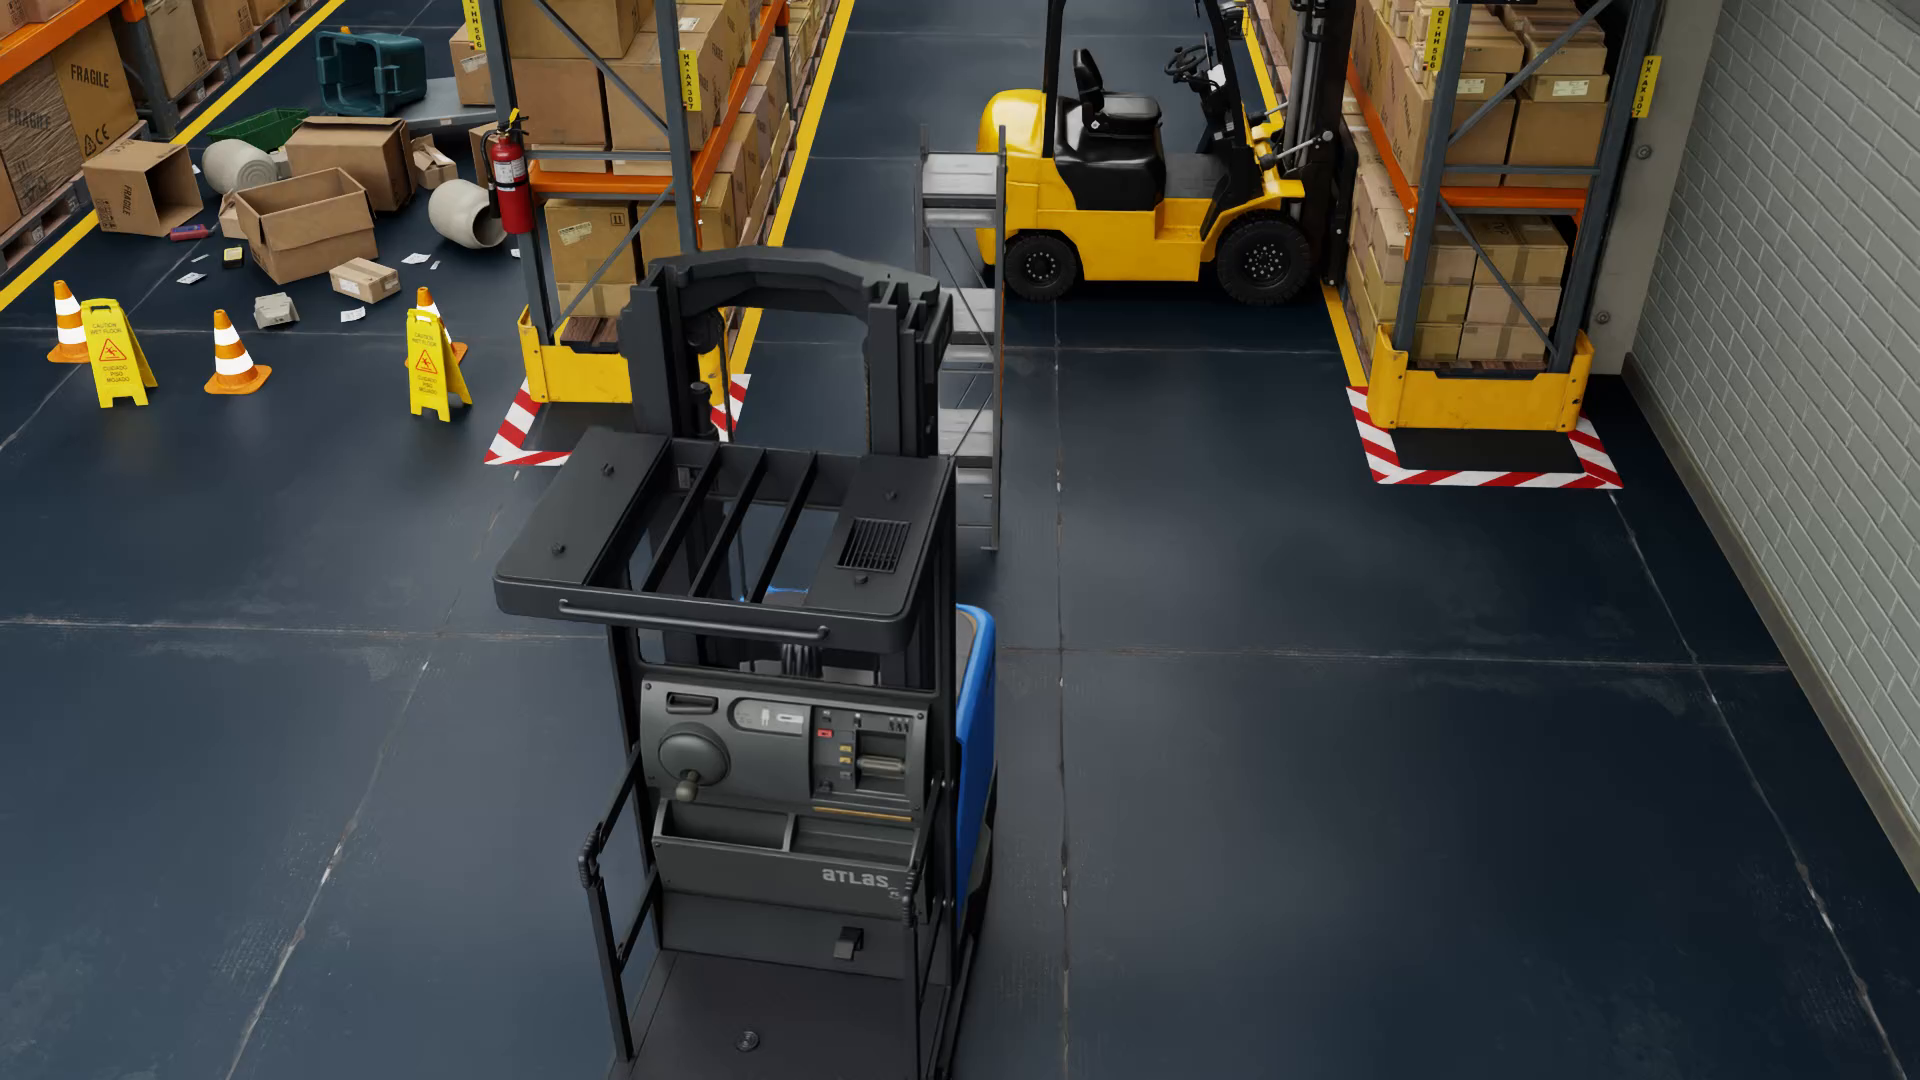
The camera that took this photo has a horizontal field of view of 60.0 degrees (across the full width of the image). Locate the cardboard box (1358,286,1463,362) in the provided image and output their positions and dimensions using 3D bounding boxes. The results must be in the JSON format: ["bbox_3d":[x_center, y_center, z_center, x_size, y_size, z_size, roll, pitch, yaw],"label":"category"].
[{"bbox_3d":[2.690,-1.299,9.961,0.500,0.250,0.500,2,35,2],"label":"cardboard box"}]

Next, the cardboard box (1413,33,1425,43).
[{"bbox_3d":[2.773,-2.782,9.394,0.380,0.149,0.250,2,35,3],"label":"cardboard box"}]

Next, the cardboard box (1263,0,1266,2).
[{"bbox_3d":[3.269,-5.413,15.489,0.875,0.625,0.625,2,35,3],"label":"cardboard box"}]

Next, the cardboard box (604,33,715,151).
[{"bbox_3d":[-1.677,-2.515,9.320,0.500,0.500,0.500,1,35,1],"label":"cardboard box"}]

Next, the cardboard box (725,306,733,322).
[{"bbox_3d":[-1.665,-1.591,10.377,0.500,0.250,0.500,1,35,1],"label":"cardboard box"}]

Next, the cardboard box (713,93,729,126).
[{"bbox_3d":[-1.609,-2.615,10.027,0.380,0.149,0.250,2,35,3],"label":"cardboard box"}]

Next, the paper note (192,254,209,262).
[{"bbox_3d":[-5.231,-1.940,11.448,0.032,0.001,0.123,20,40,26],"label":"paper note"}]

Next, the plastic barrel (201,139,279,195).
[{"bbox_3d":[-5.276,-2.700,12.169,0.512,0.421,0.421,28,44,33],"label":"plastic barrel"}]

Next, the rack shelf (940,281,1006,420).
[{"bbox_3d":[0.007,-0.943,8.235,0.431,0.518,0.480,1,35,2],"label":"rack shelf"}]

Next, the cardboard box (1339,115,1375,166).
[{"bbox_3d":[2.746,-2.577,10.910,0.500,0.250,0.500,1,35,1],"label":"cardboard box"}]

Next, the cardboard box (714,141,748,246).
[{"bbox_3d":[-1.648,-2.212,10.608,0.500,0.500,0.500,0,35,0],"label":"cardboard box"}]

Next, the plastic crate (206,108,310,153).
[{"bbox_3d":[-5.461,-3.184,13.013,0.450,0.188,0.662,11,35,32],"label":"plastic crate"}]

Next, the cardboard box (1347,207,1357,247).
[{"bbox_3d":[2.724,-2.098,10.663,0.500,0.250,0.500,1,35,1],"label":"cardboard box"}]

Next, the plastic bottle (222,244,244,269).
[{"bbox_3d":[-4.990,-1.952,11.420,0.133,0.061,0.283,-10,36,-14],"label":"plastic bottle"}]

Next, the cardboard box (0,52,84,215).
[{"bbox_3d":[-6.890,-2.866,11.648,0.875,0.875,0.875,2,35,2],"label":"cardboard box"}]

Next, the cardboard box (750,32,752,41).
[{"bbox_3d":[-1.599,-3.360,11.087,0.380,0.149,0.250,1,35,1],"label":"cardboard box"}]

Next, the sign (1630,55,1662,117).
[{"bbox_3d":[3.541,-2.345,8.602,0.100,0.325,0.005,1,35,2],"label":"sign"}]

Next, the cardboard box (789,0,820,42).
[{"bbox_3d":[-1.743,-4.596,14.546,0.950,0.372,0.625,2,35,3],"label":"cardboard box"}]

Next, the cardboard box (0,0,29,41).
[{"bbox_3d":[-6.905,-3.666,11.173,0.875,0.550,0.550,1,35,2],"label":"cardboard box"}]

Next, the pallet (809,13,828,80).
[{"bbox_3d":[-1.737,-4.394,14.765,1.003,0.211,1.213,1,35,2],"label":"pallet"}]

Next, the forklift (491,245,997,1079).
[{"bbox_3d":[-0.595,0.729,5.110,1.130,2.935,3.031,5,35,8],"label":"forklift"}]

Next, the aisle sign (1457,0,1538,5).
[{"bbox_3d":[2.690,-3.007,8.105,0.394,0.787,0.004,1,35,2],"label":"aisle sign"}]

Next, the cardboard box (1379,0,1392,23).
[{"bbox_3d":[2.747,-3.224,10.023,0.380,0.149,0.250,2,35,2],"label":"cardboard box"}]

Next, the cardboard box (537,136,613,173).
[{"bbox_3d":[-2.172,-2.204,9.441,0.380,0.149,0.250,2,35,3],"label":"cardboard box"}]

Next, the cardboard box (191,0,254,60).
[{"bbox_3d":[-6.785,-4.606,14.231,1.050,0.750,0.750,1,35,2],"label":"cardboard box"}]

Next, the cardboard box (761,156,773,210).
[{"bbox_3d":[-1.604,-2.488,11.653,0.500,0.250,0.500,2,35,3],"label":"cardboard box"}]

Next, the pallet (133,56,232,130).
[{"bbox_3d":[-6.807,-3.745,13.842,1.003,0.211,1.213,1,35,2],"label":"pallet"}]

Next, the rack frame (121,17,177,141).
[{"bbox_3d":[-6.763,-4.441,12.406,1.000,3.000,0.127,1,35,2],"label":"rack frame"}]

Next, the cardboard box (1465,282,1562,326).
[{"bbox_3d":[3.213,-1.491,9.800,0.500,0.250,0.500,2,35,3],"label":"cardboard box"}]

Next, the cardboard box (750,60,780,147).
[{"bbox_3d":[-1.587,-3.100,11.872,0.500,0.500,0.500,2,35,3],"label":"cardboard box"}]

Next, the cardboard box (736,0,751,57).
[{"bbox_3d":[-1.628,-3.398,10.576,0.500,0.500,0.500,1,35,1],"label":"cardboard box"}]

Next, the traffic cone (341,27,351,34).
[{"bbox_3d":[-5.200,-4.139,14.183,0.336,0.463,0.334,1,35,2],"label":"traffic cone"}]

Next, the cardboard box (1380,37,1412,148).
[{"bbox_3d":[2.774,-2.602,9.702,0.500,0.500,0.500,2,35,3],"label":"cardboard box"}]

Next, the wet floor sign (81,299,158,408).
[{"bbox_3d":[-4.946,-1.118,9.725,0.267,0.644,0.232,-4,35,-6],"label":"wet floor sign"}]

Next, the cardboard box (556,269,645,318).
[{"bbox_3d":[-2.209,-1.618,10.416,0.500,0.250,0.500,1,35,2],"label":"cardboard box"}]

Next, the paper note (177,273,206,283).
[{"bbox_3d":[-5.166,-1.765,11.183,0.144,0.017,0.142,13,37,18],"label":"paper note"}]

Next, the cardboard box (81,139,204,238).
[{"bbox_3d":[-5.800,-2.504,11.822,0.500,0.500,0.500,7,36,10],"label":"cardboard box"}]

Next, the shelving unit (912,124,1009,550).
[{"bbox_3d":[0.007,-0.954,8.227,0.431,2.100,0.503,1,35,2],"label":"shelving unit"}]

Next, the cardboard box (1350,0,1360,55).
[{"bbox_3d":[2.845,-3.474,10.943,0.500,0.500,0.500,1,35,1],"label":"cardboard box"}]

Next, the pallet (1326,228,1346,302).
[{"bbox_3d":[3.027,-1.973,11.319,1.003,0.211,1.213,1,35,2],"label":"pallet"}]

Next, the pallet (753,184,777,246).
[{"bbox_3d":[-1.851,-2.155,11.578,1.003,0.211,1.213,1,35,2],"label":"pallet"}]

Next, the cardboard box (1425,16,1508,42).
[{"bbox_3d":[2.769,-2.755,9.098,0.380,0.149,0.250,1,35,2],"label":"cardboard box"}]

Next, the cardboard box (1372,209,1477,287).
[{"bbox_3d":[2.693,-1.702,9.665,0.500,0.250,0.500,2,35,3],"label":"cardboard box"}]

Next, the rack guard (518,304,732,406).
[{"bbox_3d":[-1.970,-1.108,9.837,1.175,0.500,0.348,1,35,2],"label":"rack guard"}]

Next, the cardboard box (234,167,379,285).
[{"bbox_3d":[-4.433,-2.133,11.293,0.797,0.503,0.637,-24,42,-30],"label":"cardboard box"}]

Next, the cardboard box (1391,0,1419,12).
[{"bbox_3d":[2.736,-3.200,9.730,0.380,0.149,0.250,2,35,3],"label":"cardboard box"}]

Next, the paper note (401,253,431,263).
[{"bbox_3d":[-3.740,-1.941,11.441,0.148,0.019,0.142,13,37,18],"label":"paper note"}]

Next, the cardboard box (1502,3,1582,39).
[{"bbox_3d":[3.254,-2.892,9.292,0.380,0.149,0.250,2,35,3],"label":"cardboard box"}]

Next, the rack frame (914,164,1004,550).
[{"bbox_3d":[-0.003,-0.814,8.028,0.400,2.100,0.015,1,35,2],"label":"rack frame"}]

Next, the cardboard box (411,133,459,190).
[{"bbox_3d":[-3.990,-2.848,12.517,0.258,0.266,0.396,-24,42,-30],"label":"cardboard box"}]

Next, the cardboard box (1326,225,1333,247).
[{"bbox_3d":[2.747,-2.170,11.201,0.500,0.250,0.500,2,35,3],"label":"cardboard box"}]

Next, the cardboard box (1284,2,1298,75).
[{"bbox_3d":[3.196,-4.218,13.789,0.875,0.625,0.625,1,35,1],"label":"cardboard box"}]

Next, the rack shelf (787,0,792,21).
[{"bbox_3d":[-1.732,-5.240,14.168,1.077,0.370,4.000,1,35,2],"label":"rack shelf"}]

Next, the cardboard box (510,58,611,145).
[{"bbox_3d":[-2.227,-2.568,9.395,0.500,0.500,0.500,1,35,1],"label":"cardboard box"}]

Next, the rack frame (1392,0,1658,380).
[{"bbox_3d":[2.986,-1.974,8.896,1.000,3.000,0.127,1,35,2],"label":"rack frame"}]

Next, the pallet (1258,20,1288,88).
[{"bbox_3d":[3.184,-4.259,14.572,1.003,0.211,1.213,1,35,2],"label":"pallet"}]
